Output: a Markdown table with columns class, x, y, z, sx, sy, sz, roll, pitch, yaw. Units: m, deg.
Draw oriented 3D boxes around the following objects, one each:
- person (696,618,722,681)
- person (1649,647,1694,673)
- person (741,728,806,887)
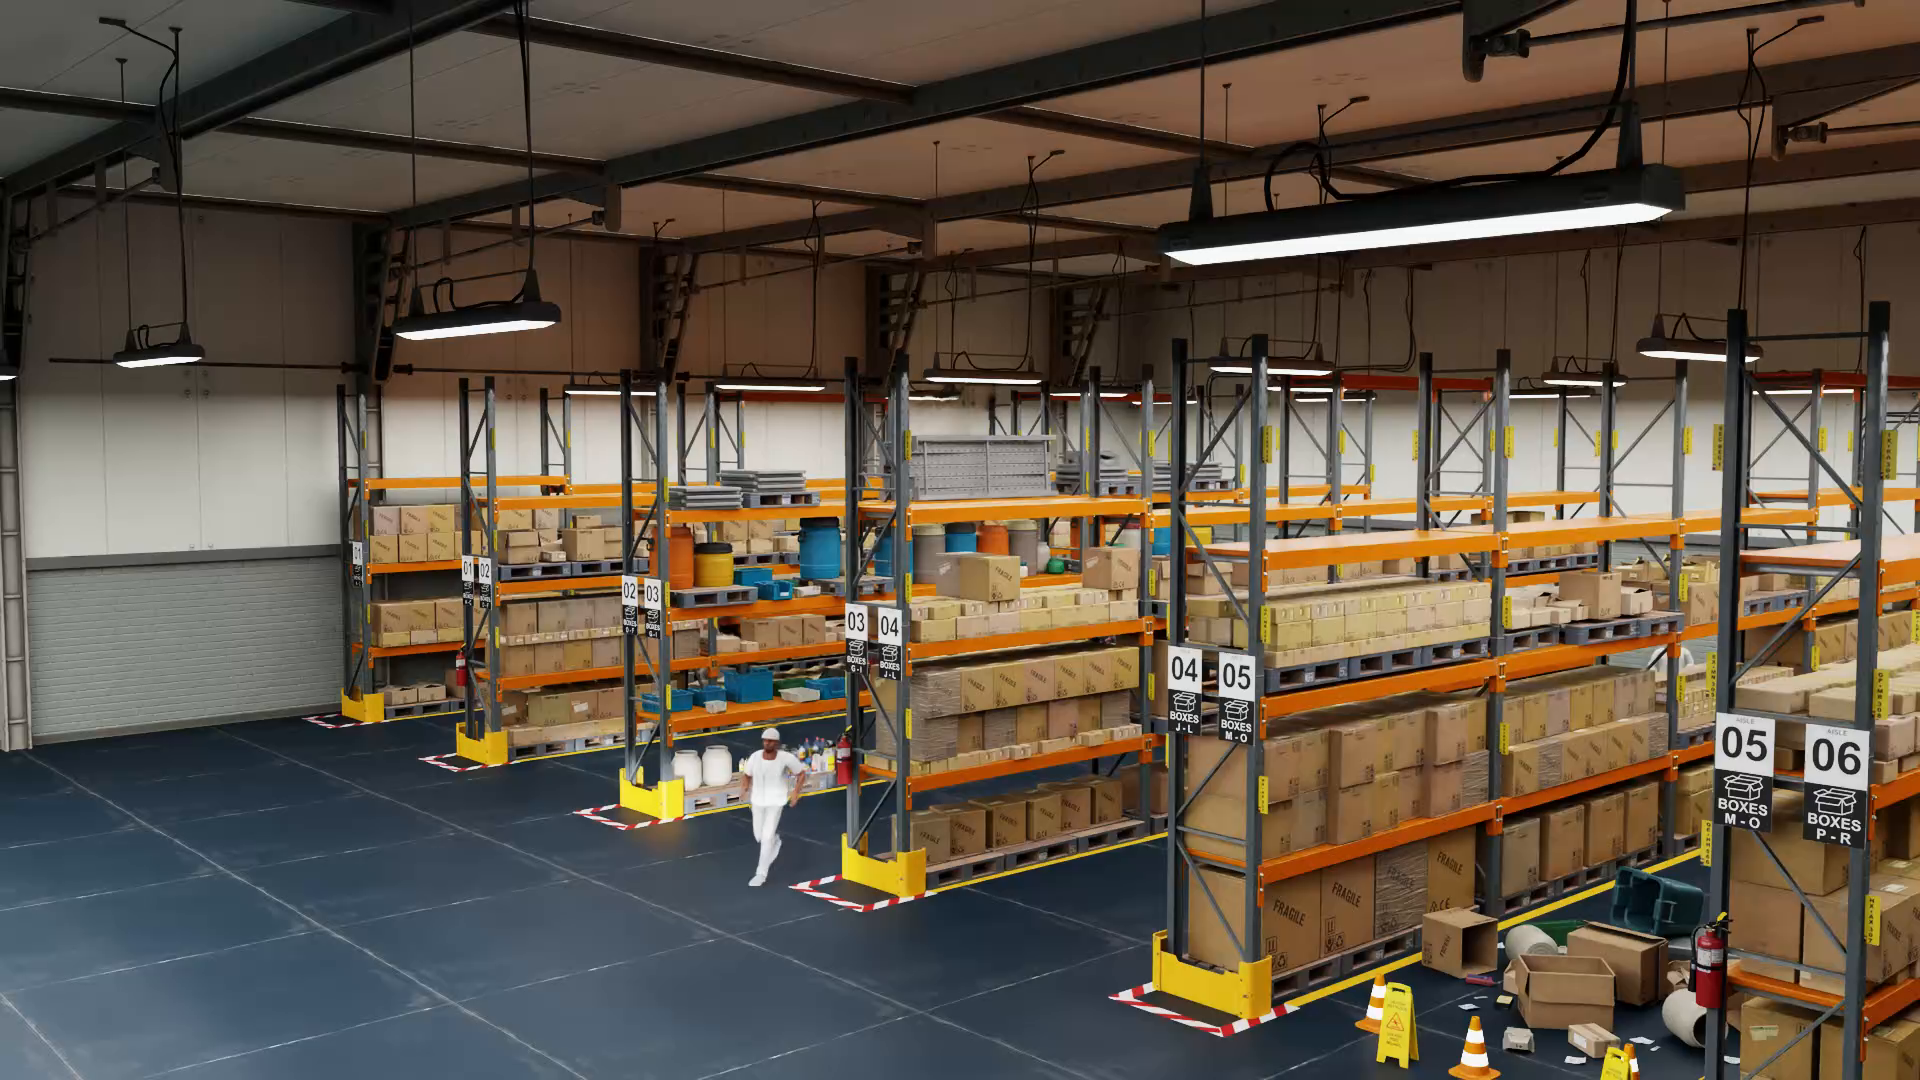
| class | x | y | z | sx | sy | sz | roll | pitch | yaw |
| --- | --- | --- | --- | --- | --- | --- | --- | --- | --- |
| person | -4.862 | 2.246 | 31.975 | 0.536 | 1.671 | 1.125 | 3 | 5 | 39 |
| person | 12.051 | 2.453 | 28.142 | 0.741 | 1.743 | 0.551 | 1 | 4 | 15 |
| person | -2.174 | 3.033 | 19.162 | 0.727 | 1.758 | 0.925 | 1 | 4 | 18 |
